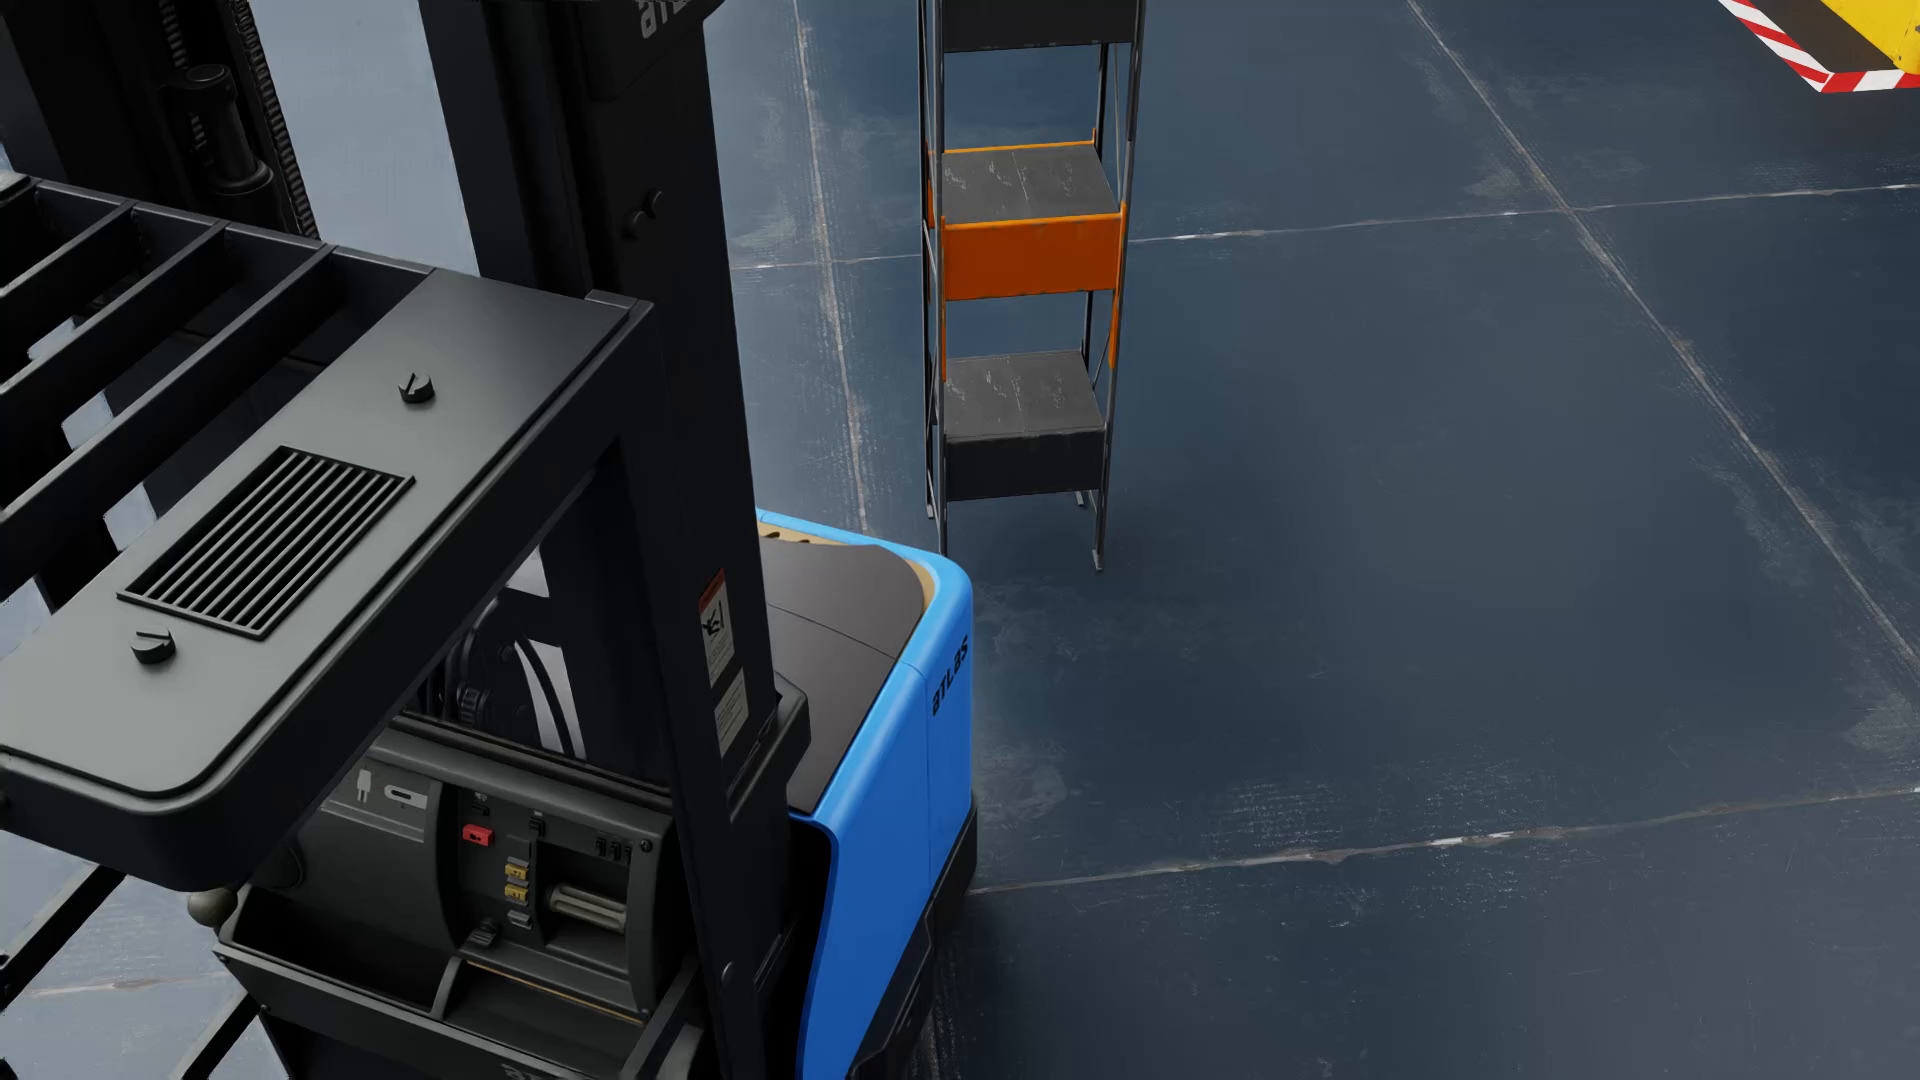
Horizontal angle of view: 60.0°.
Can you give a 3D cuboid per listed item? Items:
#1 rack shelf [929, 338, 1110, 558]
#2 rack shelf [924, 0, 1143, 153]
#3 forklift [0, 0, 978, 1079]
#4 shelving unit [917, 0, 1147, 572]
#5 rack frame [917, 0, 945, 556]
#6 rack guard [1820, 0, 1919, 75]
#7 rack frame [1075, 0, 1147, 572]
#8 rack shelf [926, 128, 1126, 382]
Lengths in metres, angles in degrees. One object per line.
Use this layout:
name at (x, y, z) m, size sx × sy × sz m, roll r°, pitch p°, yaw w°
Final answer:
rack shelf at (0.164, -0.264, 5.041) m, size 0.480 × 0.518 × 0.431 m, roll -5°, pitch 42°, yaw -6°
rack shelf at (0.164, -1.304, 4.103) m, size 0.480 × 0.518 × 0.431 m, roll -5°, pitch 42°, yaw -6°
forklift at (-0.949, 0.567, 2.433) m, size 1.130 × 2.935 × 3.031 m, roll 14°, pitch 44°, yaw 15°
shelving unit at (0.164, -0.794, 4.563) m, size 0.503 × 2.100 × 0.431 m, roll -5°, pitch 42°, yaw -6°
rack frame at (-0.078, -0.773, 4.539) m, size 0.015 × 2.100 × 0.400 m, roll -5°, pitch 42°, yaw -6°
rack guard at (4.430, -2.710, 7.881) m, size 0.348 × 0.500 × 1.175 m, roll -5°, pitch 42°, yaw -6°
rack frame at (0.406, -0.815, 4.586) m, size 0.015 × 2.100 × 0.400 m, roll -5°, pitch 42°, yaw -6°
rack shelf at (0.164, -0.784, 4.572) m, size 0.480 × 0.518 × 0.431 m, roll -5°, pitch 42°, yaw -6°
